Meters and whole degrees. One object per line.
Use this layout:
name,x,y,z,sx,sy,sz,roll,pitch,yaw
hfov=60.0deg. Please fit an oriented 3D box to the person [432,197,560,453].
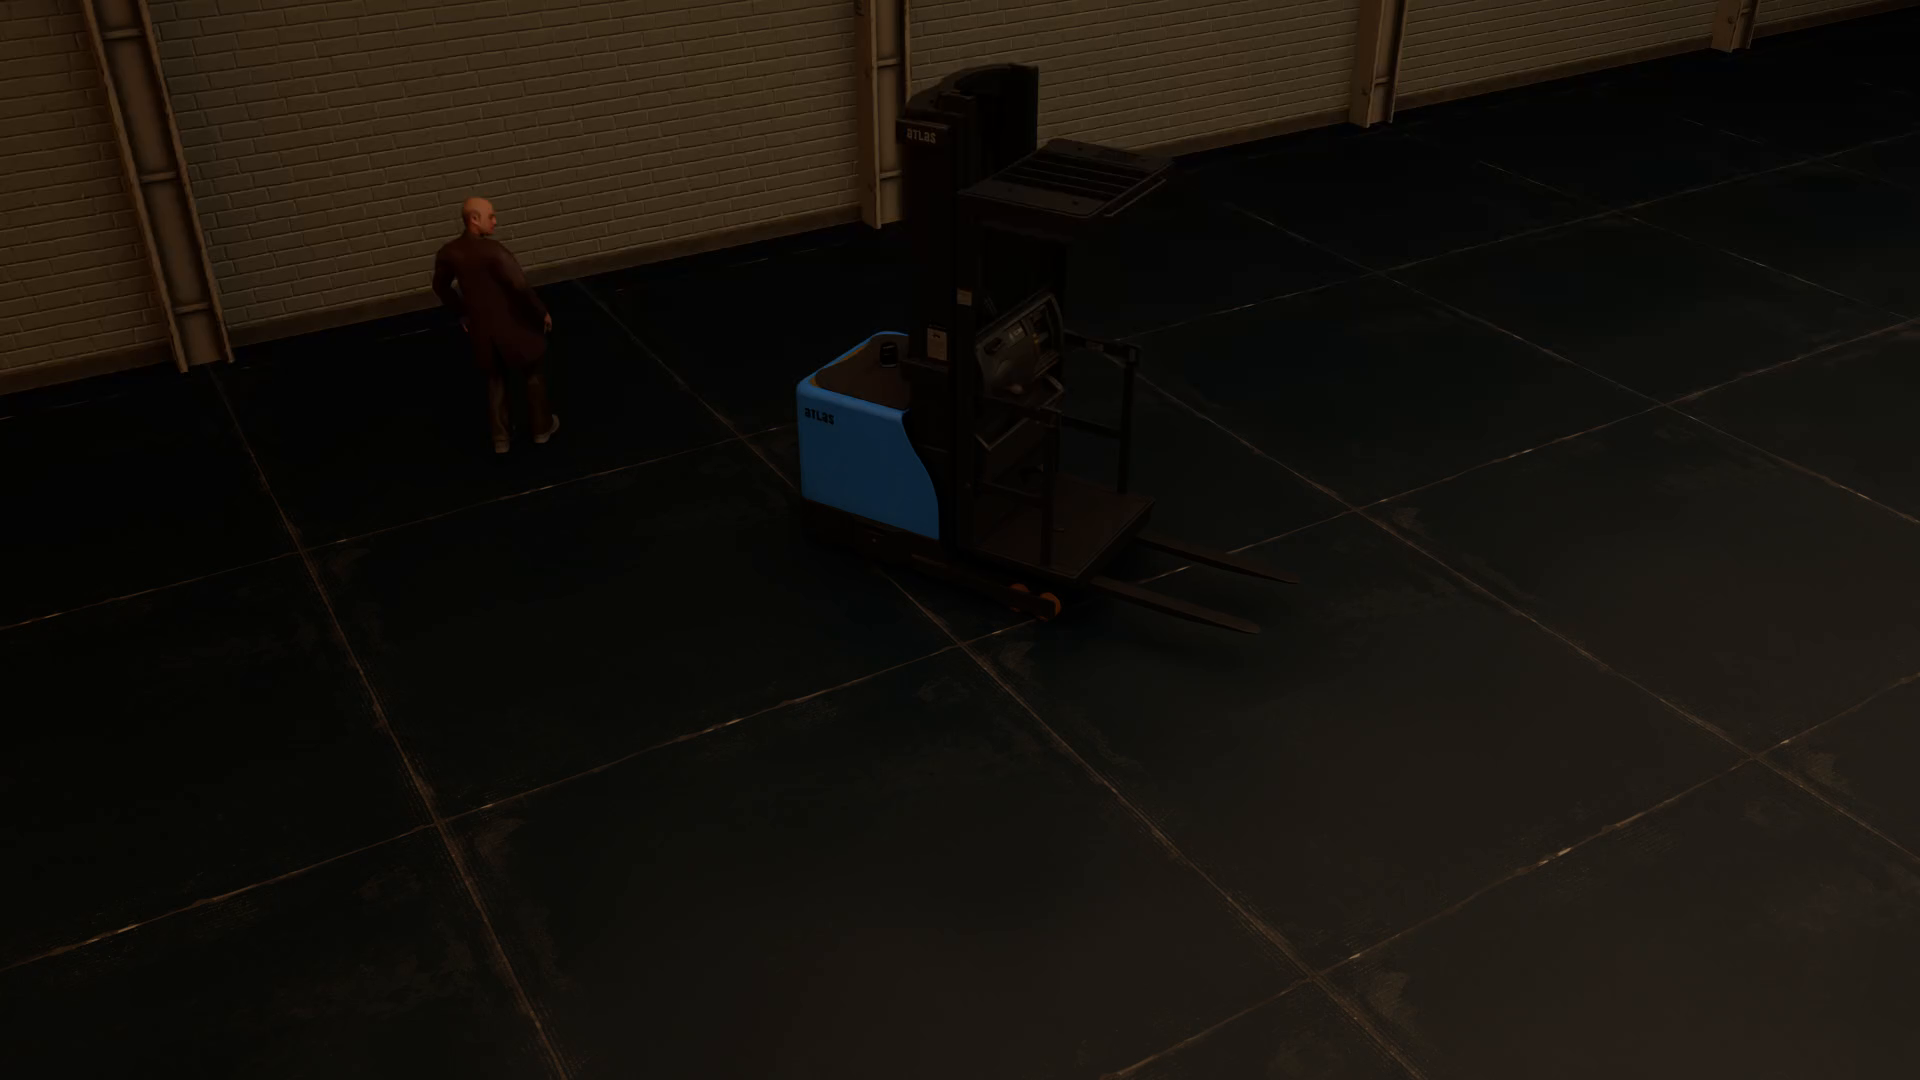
person,-3.109,-1.474,11.261,0.796,1.754,0.556,7,32,11

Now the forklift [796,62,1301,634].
forklift,0.523,-1.096,9.477,3.031,2.935,1.130,17,35,26
